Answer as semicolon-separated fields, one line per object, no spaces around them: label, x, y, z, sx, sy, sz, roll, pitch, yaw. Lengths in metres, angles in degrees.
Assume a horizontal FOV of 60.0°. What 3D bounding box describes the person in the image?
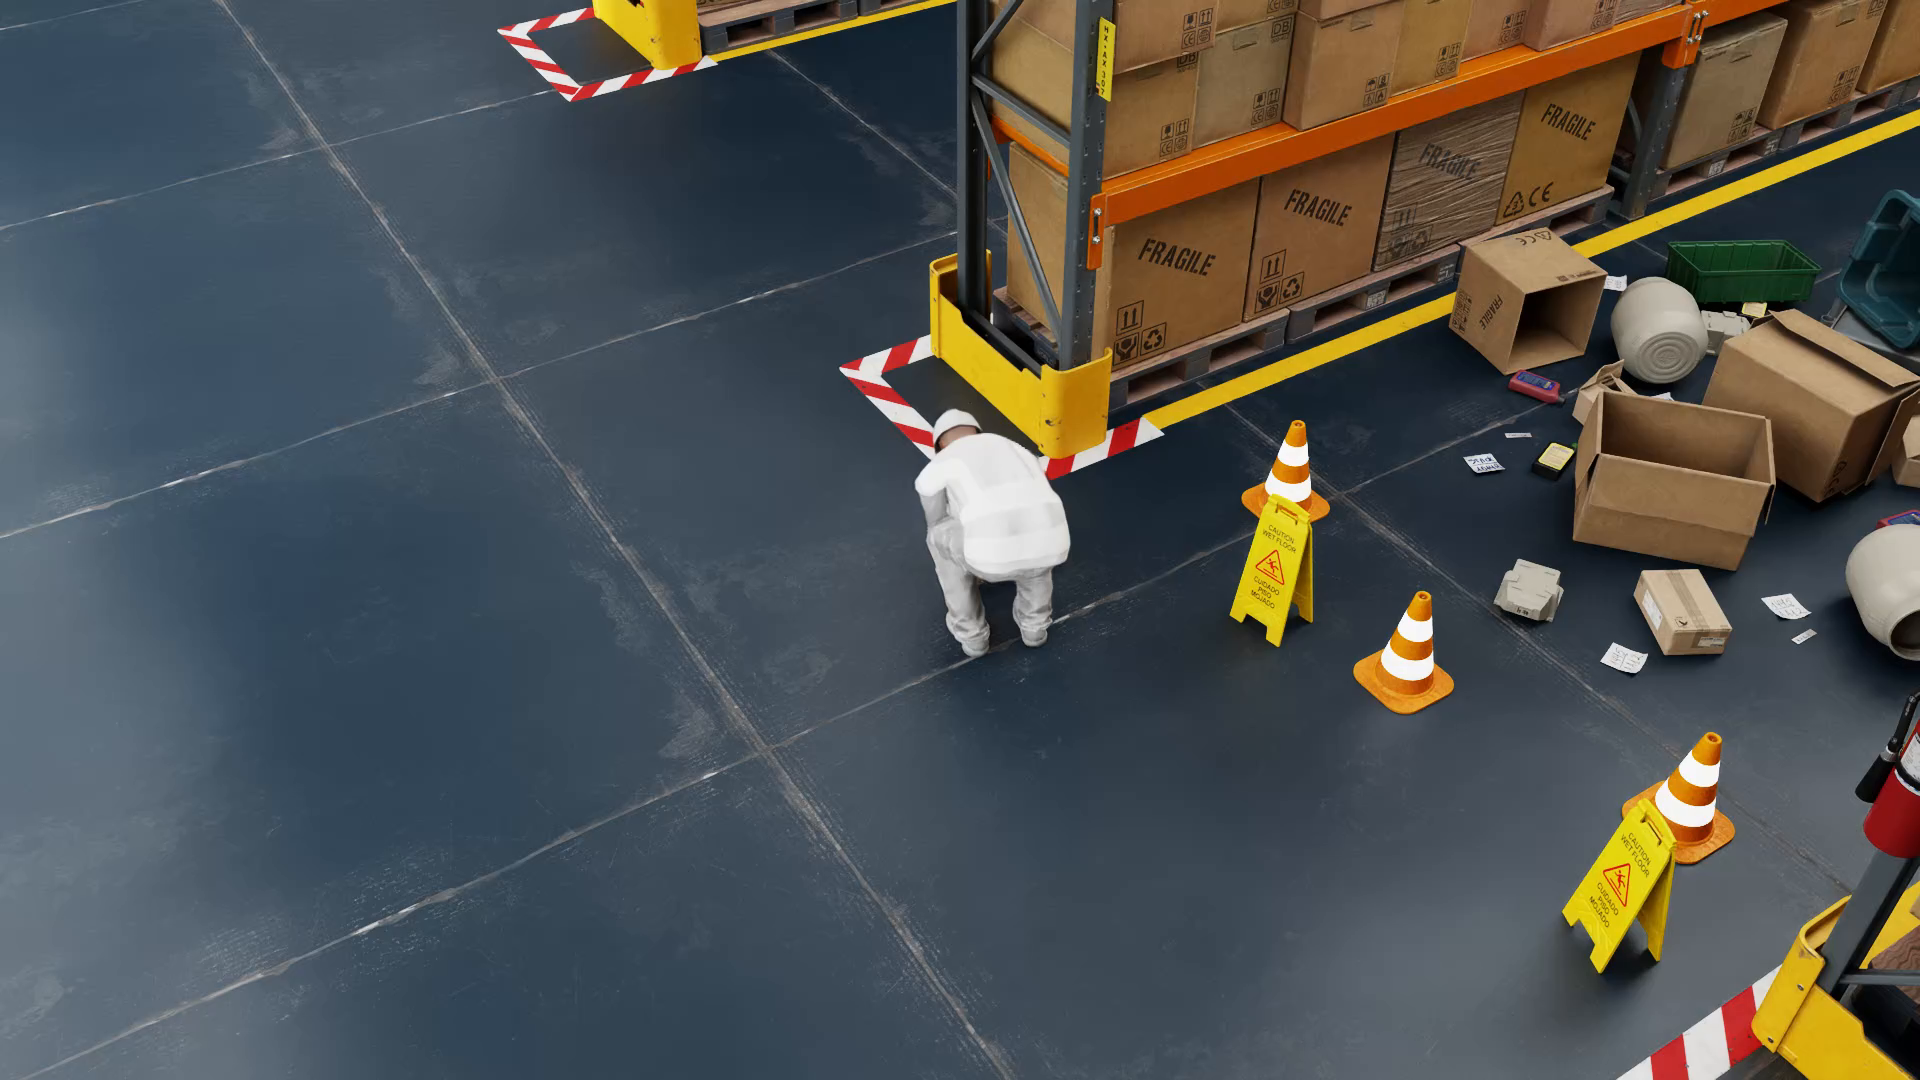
person;0.107;-0.031;6.924;0.546;0.859;0.981;-11;42;-12
